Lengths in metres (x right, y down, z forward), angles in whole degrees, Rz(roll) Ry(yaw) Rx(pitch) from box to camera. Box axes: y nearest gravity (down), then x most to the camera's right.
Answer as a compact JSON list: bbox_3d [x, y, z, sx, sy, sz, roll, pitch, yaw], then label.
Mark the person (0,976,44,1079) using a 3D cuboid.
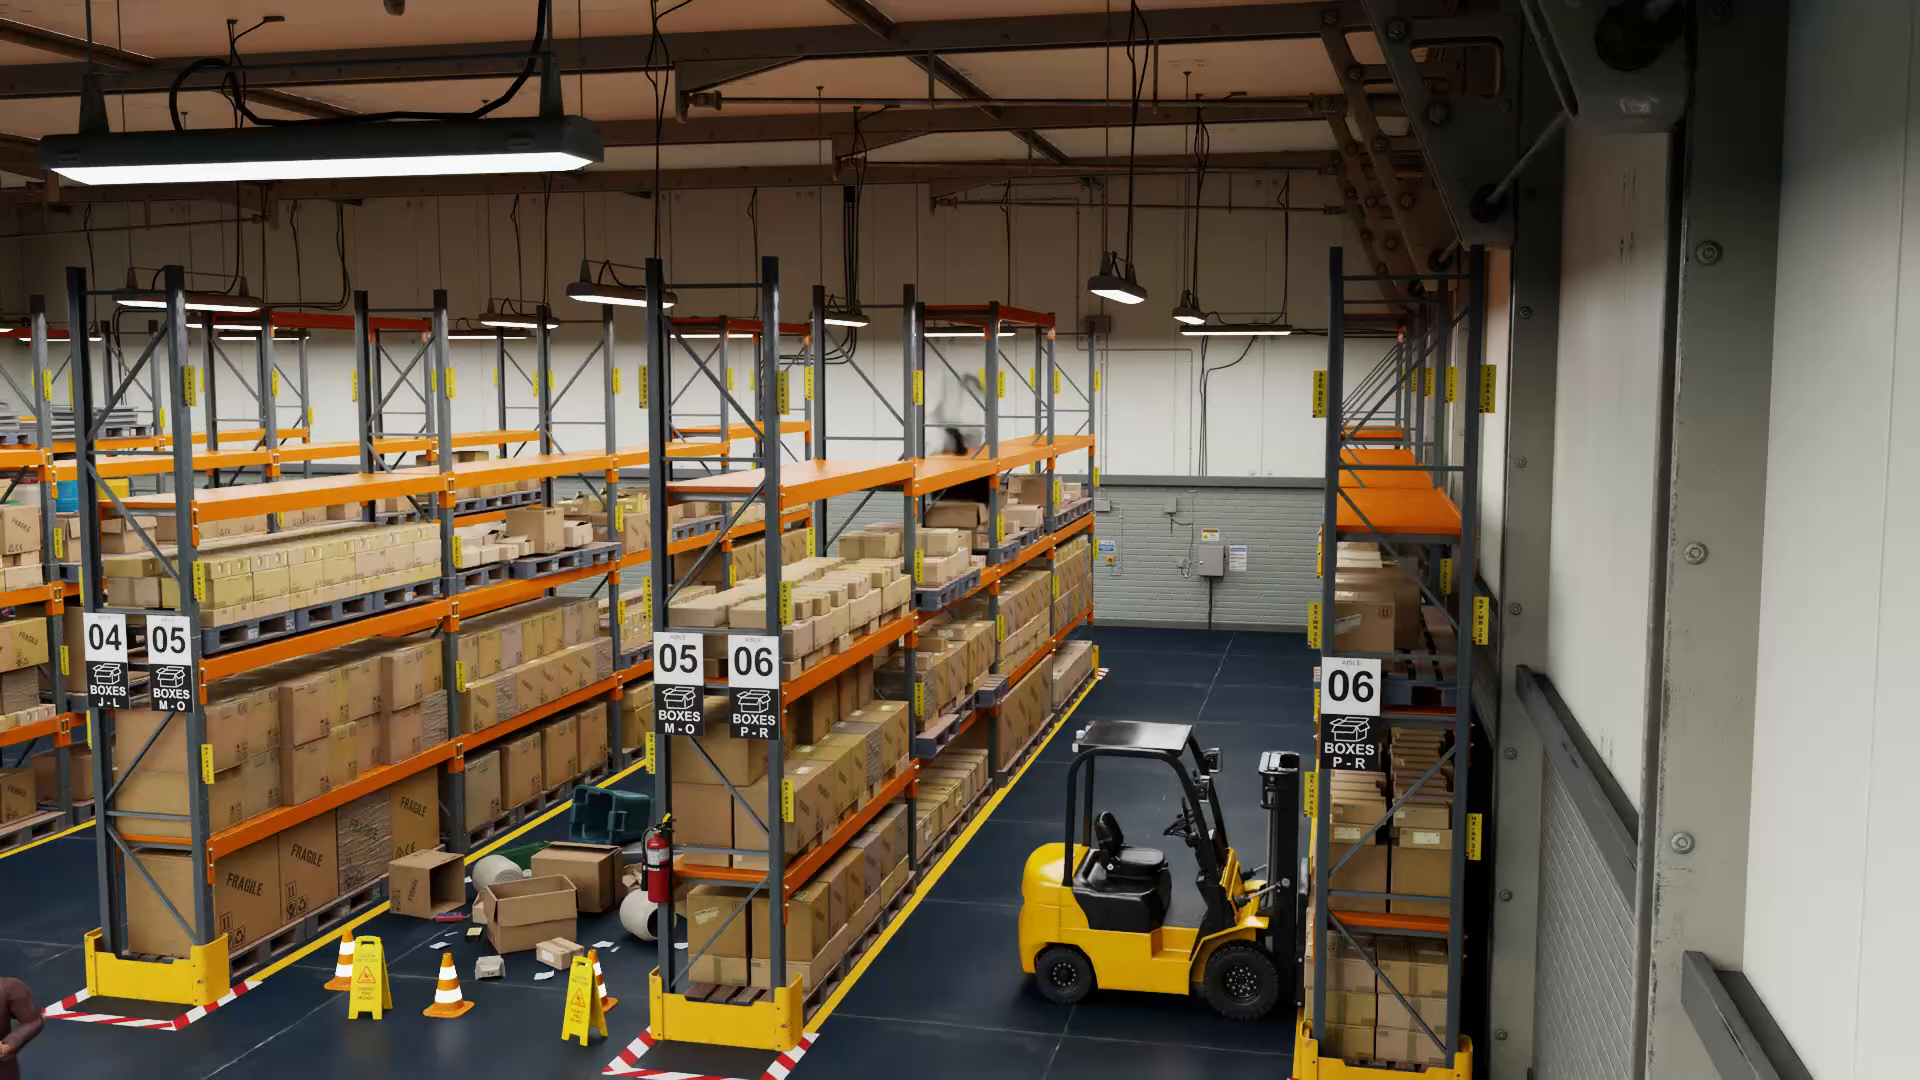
[{"bbox_3d":[-5.876,3.273,9.973,0.703,1.808,0.938,-3,7,-28],"label":"person"}]
